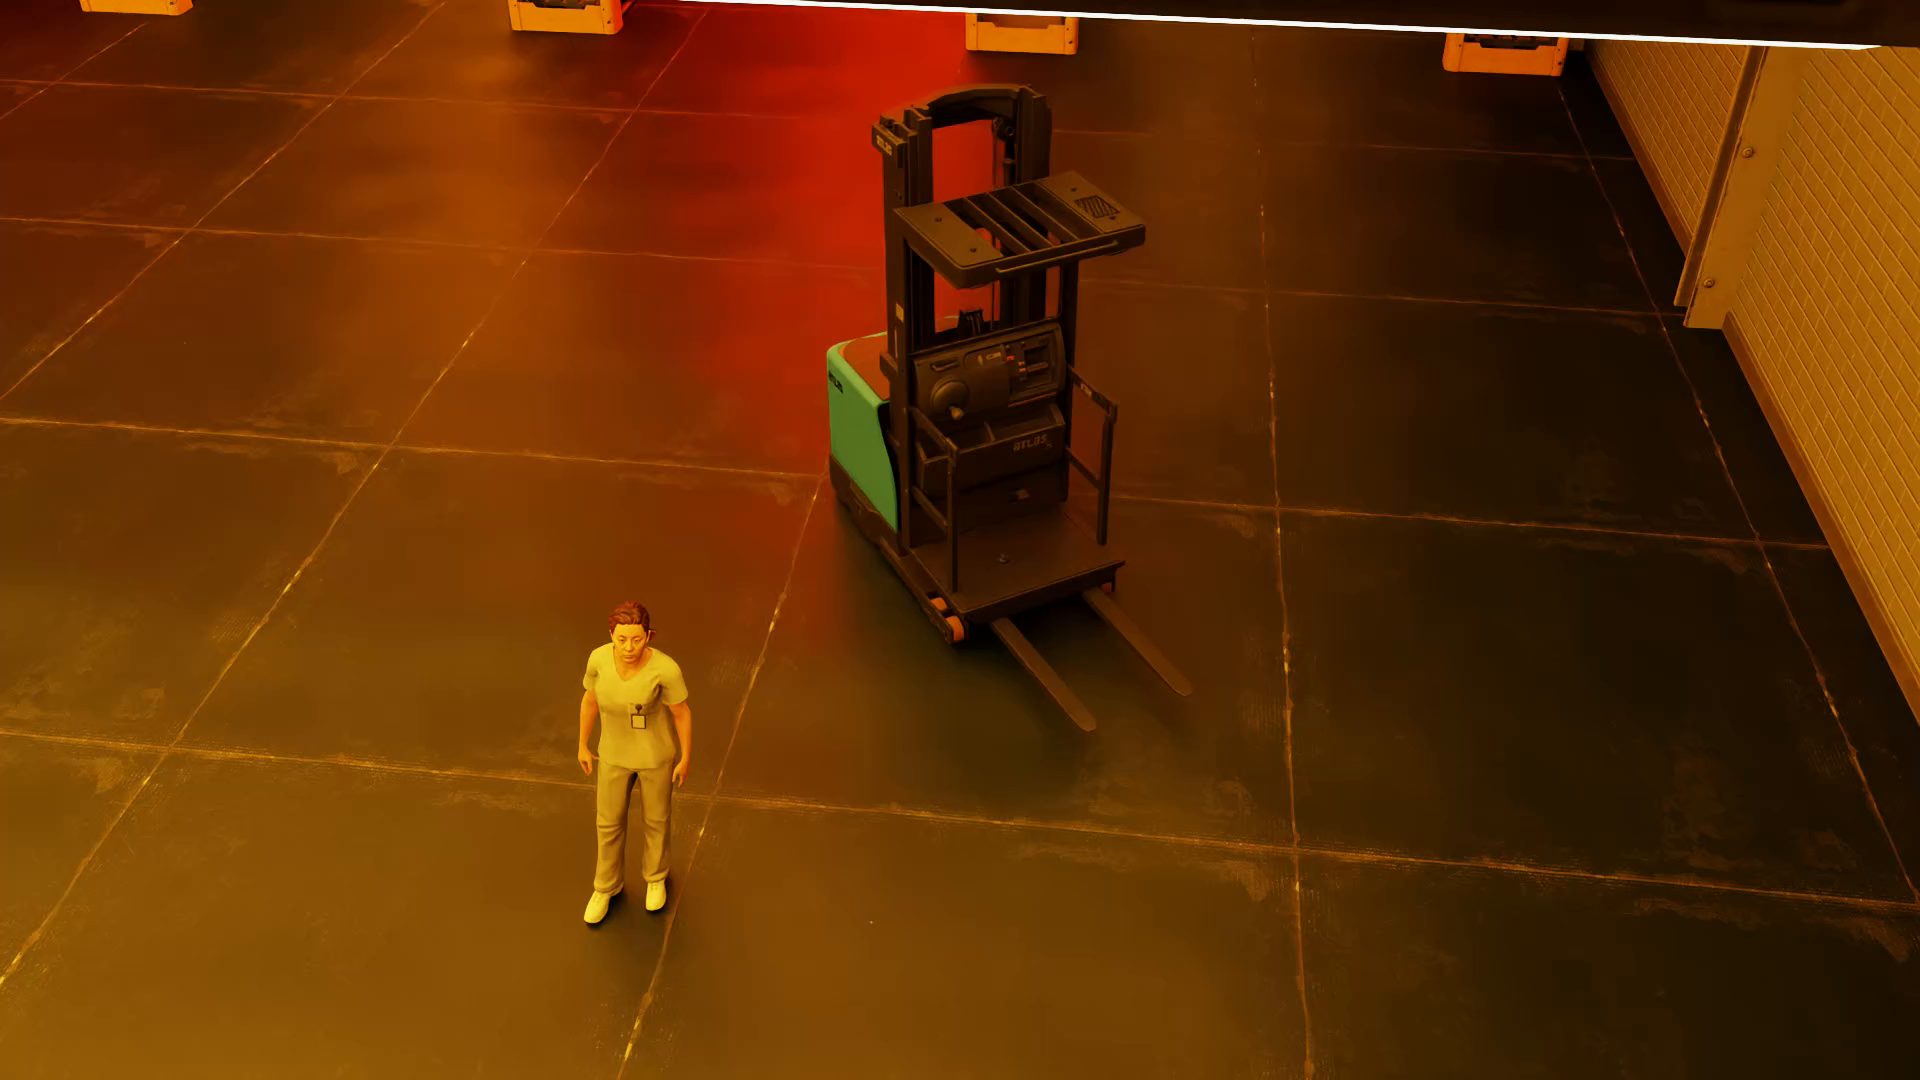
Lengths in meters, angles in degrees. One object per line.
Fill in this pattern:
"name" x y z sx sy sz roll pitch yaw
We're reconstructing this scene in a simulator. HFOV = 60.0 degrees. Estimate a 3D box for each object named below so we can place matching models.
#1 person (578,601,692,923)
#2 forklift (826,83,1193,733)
"person" -1.512 1.035 7.672 0.549 1.674 0.549 4 37 5
"forklift" 0.275 -0.878 9.220 1.130 2.935 3.031 -17 40 -22
